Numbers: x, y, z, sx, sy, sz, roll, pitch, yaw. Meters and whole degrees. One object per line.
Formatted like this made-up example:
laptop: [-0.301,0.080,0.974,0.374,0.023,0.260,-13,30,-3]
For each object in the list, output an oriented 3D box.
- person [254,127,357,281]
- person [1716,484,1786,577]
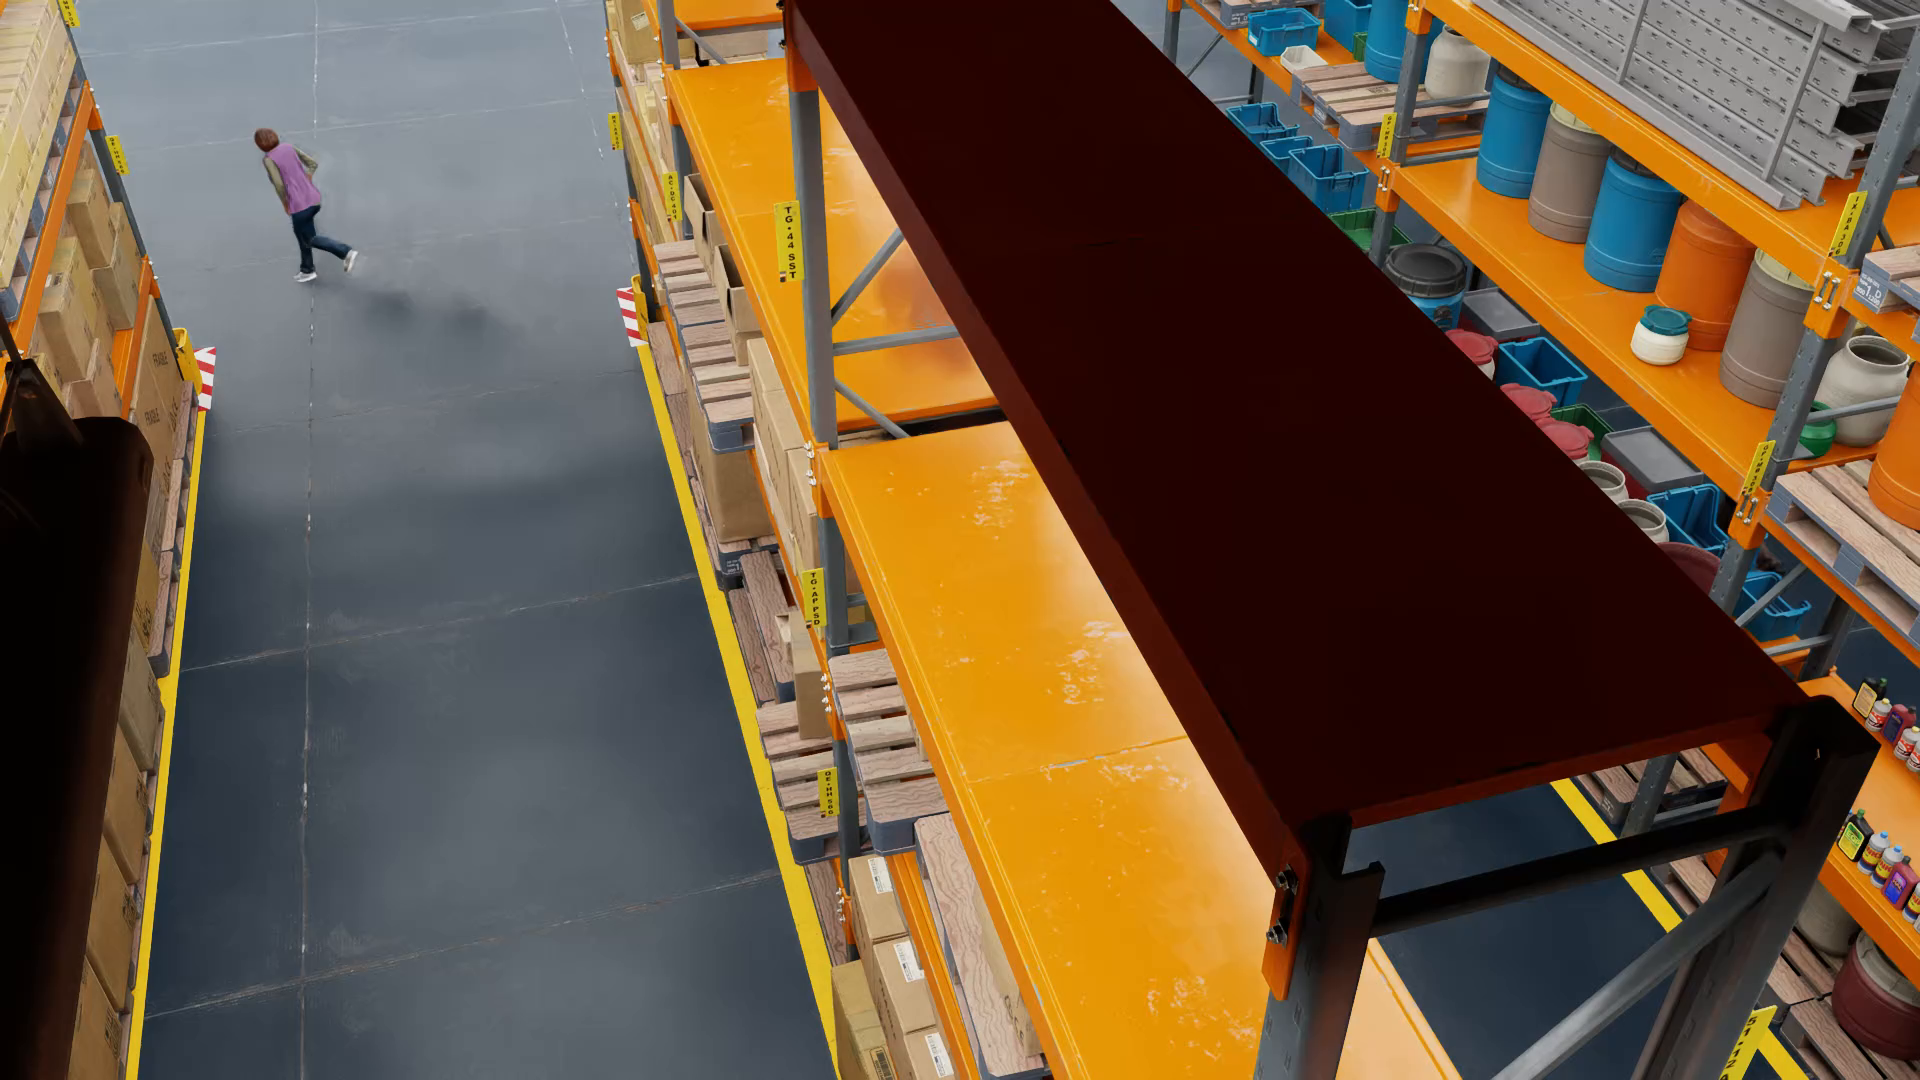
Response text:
person: [-6.048,-3.062,15.535,0.843,1.500,0.543,16,41,19]
person: [5.661,-0.210,11.839,0.684,1.612,0.706,-13,40,-16]
